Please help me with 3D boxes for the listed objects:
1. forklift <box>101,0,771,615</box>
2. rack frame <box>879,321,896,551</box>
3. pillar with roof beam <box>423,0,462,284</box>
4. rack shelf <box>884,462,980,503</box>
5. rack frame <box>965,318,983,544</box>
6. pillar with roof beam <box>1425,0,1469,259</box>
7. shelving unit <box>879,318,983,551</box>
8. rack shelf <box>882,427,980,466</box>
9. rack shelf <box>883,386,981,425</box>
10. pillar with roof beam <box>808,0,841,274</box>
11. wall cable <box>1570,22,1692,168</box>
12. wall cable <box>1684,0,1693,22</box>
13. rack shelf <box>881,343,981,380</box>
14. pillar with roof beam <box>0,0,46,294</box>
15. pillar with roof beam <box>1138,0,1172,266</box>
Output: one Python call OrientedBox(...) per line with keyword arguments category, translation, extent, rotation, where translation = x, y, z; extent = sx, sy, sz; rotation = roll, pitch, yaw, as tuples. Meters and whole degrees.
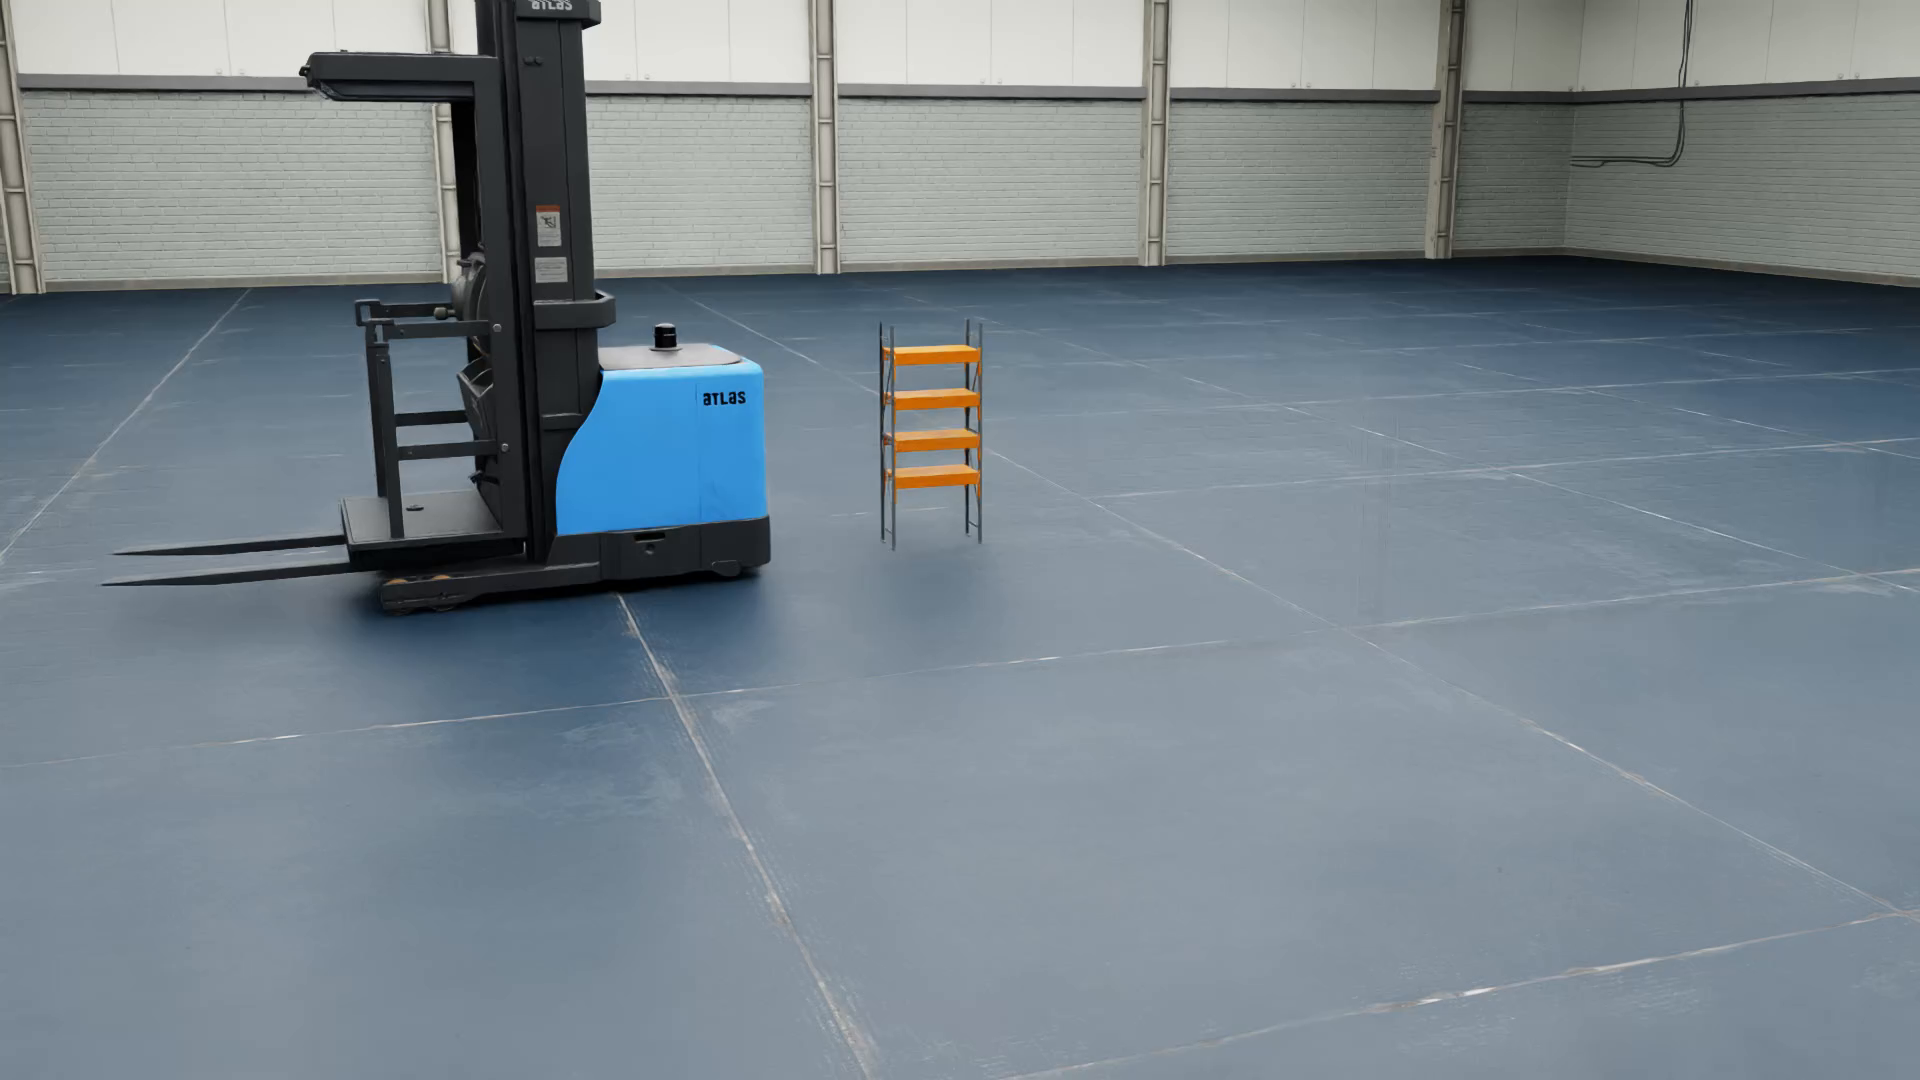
OrientedBox(category="forklift", translation=(-2.523, -1.216, 7.922), extent=(3.031, 2.935, 1.130), rotation=(-5, 14, -21))
OrientedBox(category="rack frame", translation=(-0.388, -0.553, 8.877), extent=(0.015, 1.200, 0.240), rotation=(-4, 14, -18))
OrientedBox(category="pillar with roof beam", translation=(-6.558, -7.490, 21.183), extent=(0.400, 9.000, 9.100), rotation=(-4, 14, -18))
OrientedBox(category="rack shelf", translation=(-0.157, -0.313, 9.014), extent=(0.480, 0.148, 0.258), rotation=(-4, 14, -18))
OrientedBox(category="rack frame", translation=(0.074, -0.590, 9.028), extent=(0.015, 1.200, 0.240), rotation=(-4, 14, -18))
OrientedBox(category="pillar with roof beam", translation=(10.502, -8.818, 26.768), extent=(0.400, 9.000, 9.100), rotation=(-4, 14, -18))
OrientedBox(category="shelving unit", translation=(-0.157, -0.572, 8.953), extent=(0.503, 1.200, 0.258), rotation=(-4, 14, -18))
OrientedBox(category="rack shelf", translation=(-0.157, -0.506, 8.968), extent=(0.480, 0.148, 0.258), rotation=(-4, 14, -18))
OrientedBox(category="rack shelf", translation=(-0.157, -0.724, 8.916), extent=(0.480, 0.148, 0.258), rotation=(-4, 14, -18))
OrientedBox(category="pillar with roof beam", translation=(-0.871, -7.932, 23.045), extent=(0.400, 9.000, 9.100), rotation=(-4, 14, -18))
OrientedBox(category="wall cable", translation=(12.343, -8.179, 30.792), extent=(0.112, 2.526, 3.097), rotation=(-4, 14, -18))
OrientedBox(category="wall cable", translation=(13.206, -10.043, 27.713), extent=(0.112, 2.526, 3.097), rotation=(-4, 14, -18))
OrientedBox(category="rack shelf", translation=(-0.157, -0.954, 8.862), extent=(0.480, 0.148, 0.258), rotation=(-4, 14, -18))
OrientedBox(category="pillar with roof beam", translation=(-12.245, -7.047, 19.322), extent=(0.400, 9.000, 9.100), rotation=(-4, 14, -18))
OrientedBox(category="pillar with roof beam", translation=(4.815, -8.375, 24.907), extent=(0.400, 9.000, 9.100), rotation=(-4, 14, -18))
